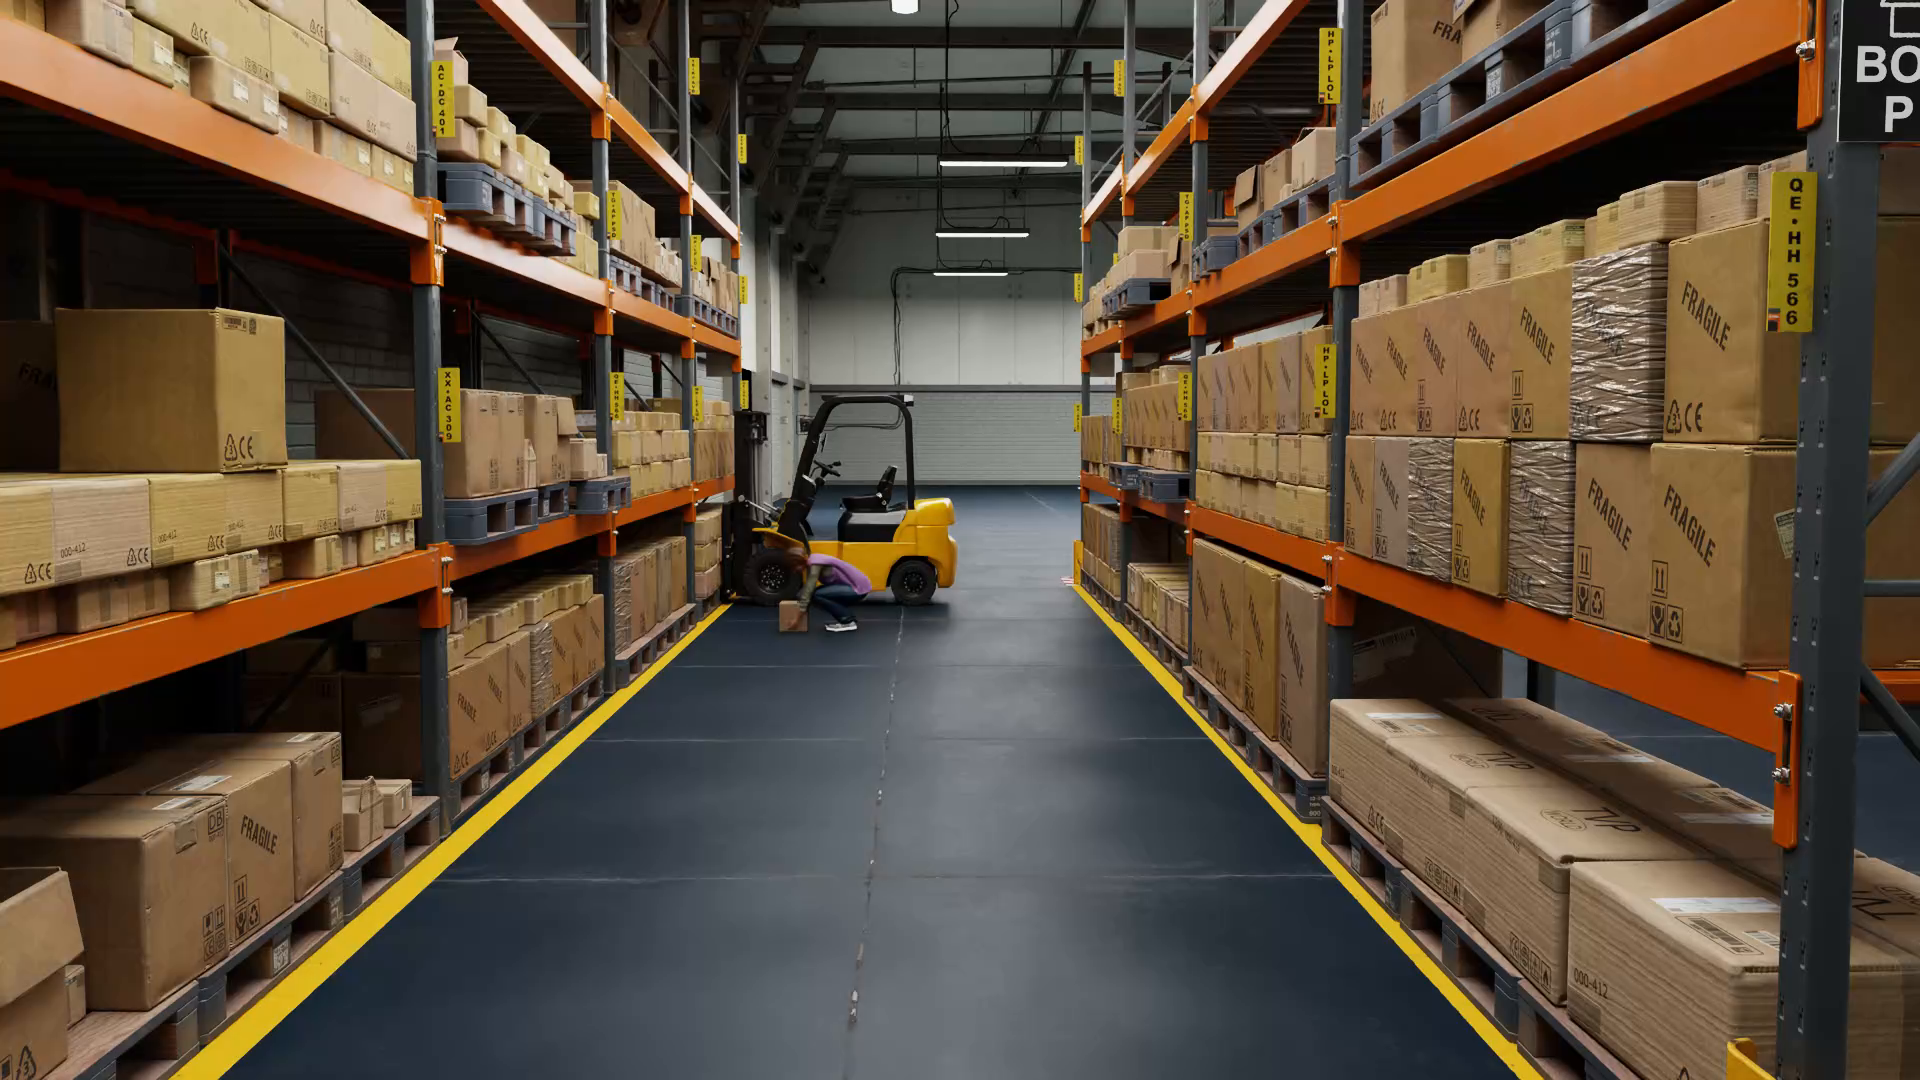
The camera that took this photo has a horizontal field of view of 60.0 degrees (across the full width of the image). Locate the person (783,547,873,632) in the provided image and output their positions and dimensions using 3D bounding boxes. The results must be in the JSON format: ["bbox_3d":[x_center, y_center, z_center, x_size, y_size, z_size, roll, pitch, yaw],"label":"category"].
[{"bbox_3d":[-1.188,0.448,15.001,0.806,0.774,0.433,0,4,-1],"label":"person"}]
